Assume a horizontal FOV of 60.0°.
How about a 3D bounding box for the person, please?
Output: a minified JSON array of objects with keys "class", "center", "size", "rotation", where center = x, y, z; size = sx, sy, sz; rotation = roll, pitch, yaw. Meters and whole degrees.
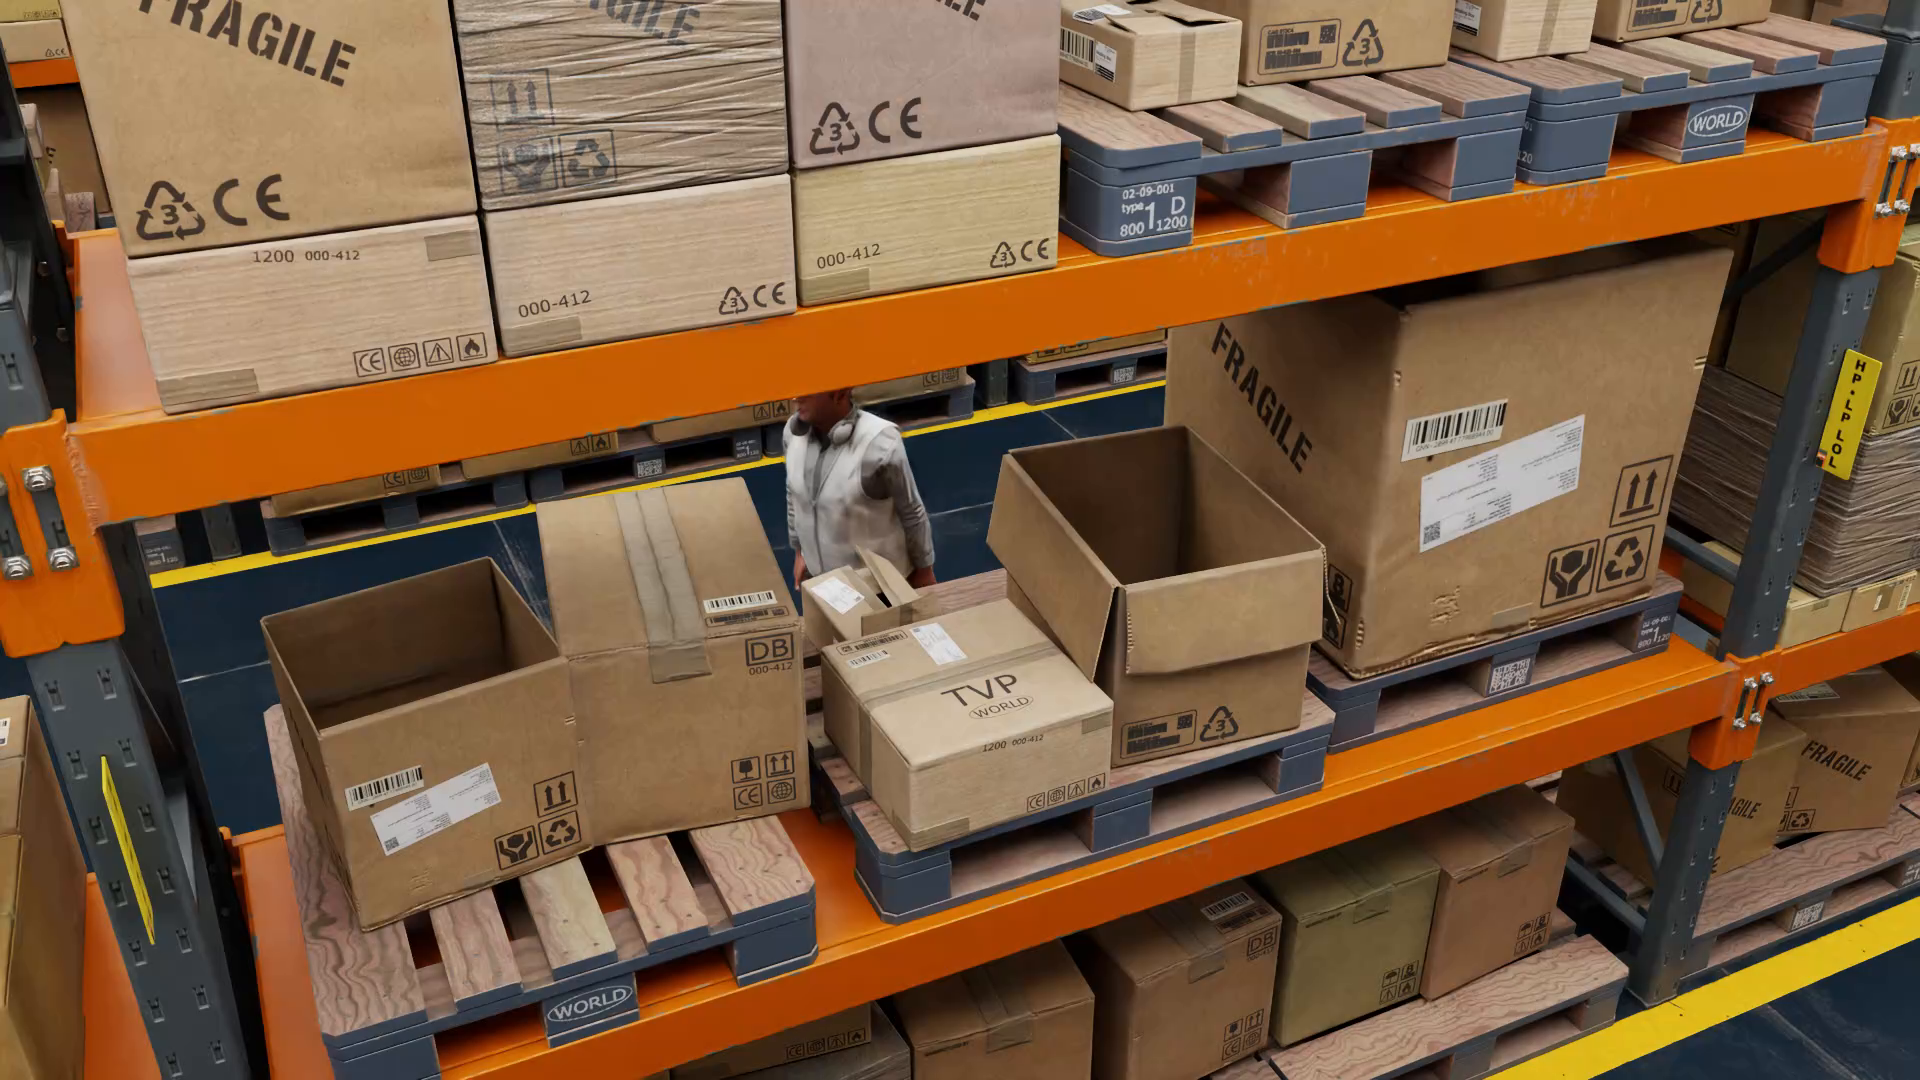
[{"class":"person","center":[-0.362,0.084,5.941],"size":[0.563,1.781,0.549],"rotation":[25,38,37]}]
